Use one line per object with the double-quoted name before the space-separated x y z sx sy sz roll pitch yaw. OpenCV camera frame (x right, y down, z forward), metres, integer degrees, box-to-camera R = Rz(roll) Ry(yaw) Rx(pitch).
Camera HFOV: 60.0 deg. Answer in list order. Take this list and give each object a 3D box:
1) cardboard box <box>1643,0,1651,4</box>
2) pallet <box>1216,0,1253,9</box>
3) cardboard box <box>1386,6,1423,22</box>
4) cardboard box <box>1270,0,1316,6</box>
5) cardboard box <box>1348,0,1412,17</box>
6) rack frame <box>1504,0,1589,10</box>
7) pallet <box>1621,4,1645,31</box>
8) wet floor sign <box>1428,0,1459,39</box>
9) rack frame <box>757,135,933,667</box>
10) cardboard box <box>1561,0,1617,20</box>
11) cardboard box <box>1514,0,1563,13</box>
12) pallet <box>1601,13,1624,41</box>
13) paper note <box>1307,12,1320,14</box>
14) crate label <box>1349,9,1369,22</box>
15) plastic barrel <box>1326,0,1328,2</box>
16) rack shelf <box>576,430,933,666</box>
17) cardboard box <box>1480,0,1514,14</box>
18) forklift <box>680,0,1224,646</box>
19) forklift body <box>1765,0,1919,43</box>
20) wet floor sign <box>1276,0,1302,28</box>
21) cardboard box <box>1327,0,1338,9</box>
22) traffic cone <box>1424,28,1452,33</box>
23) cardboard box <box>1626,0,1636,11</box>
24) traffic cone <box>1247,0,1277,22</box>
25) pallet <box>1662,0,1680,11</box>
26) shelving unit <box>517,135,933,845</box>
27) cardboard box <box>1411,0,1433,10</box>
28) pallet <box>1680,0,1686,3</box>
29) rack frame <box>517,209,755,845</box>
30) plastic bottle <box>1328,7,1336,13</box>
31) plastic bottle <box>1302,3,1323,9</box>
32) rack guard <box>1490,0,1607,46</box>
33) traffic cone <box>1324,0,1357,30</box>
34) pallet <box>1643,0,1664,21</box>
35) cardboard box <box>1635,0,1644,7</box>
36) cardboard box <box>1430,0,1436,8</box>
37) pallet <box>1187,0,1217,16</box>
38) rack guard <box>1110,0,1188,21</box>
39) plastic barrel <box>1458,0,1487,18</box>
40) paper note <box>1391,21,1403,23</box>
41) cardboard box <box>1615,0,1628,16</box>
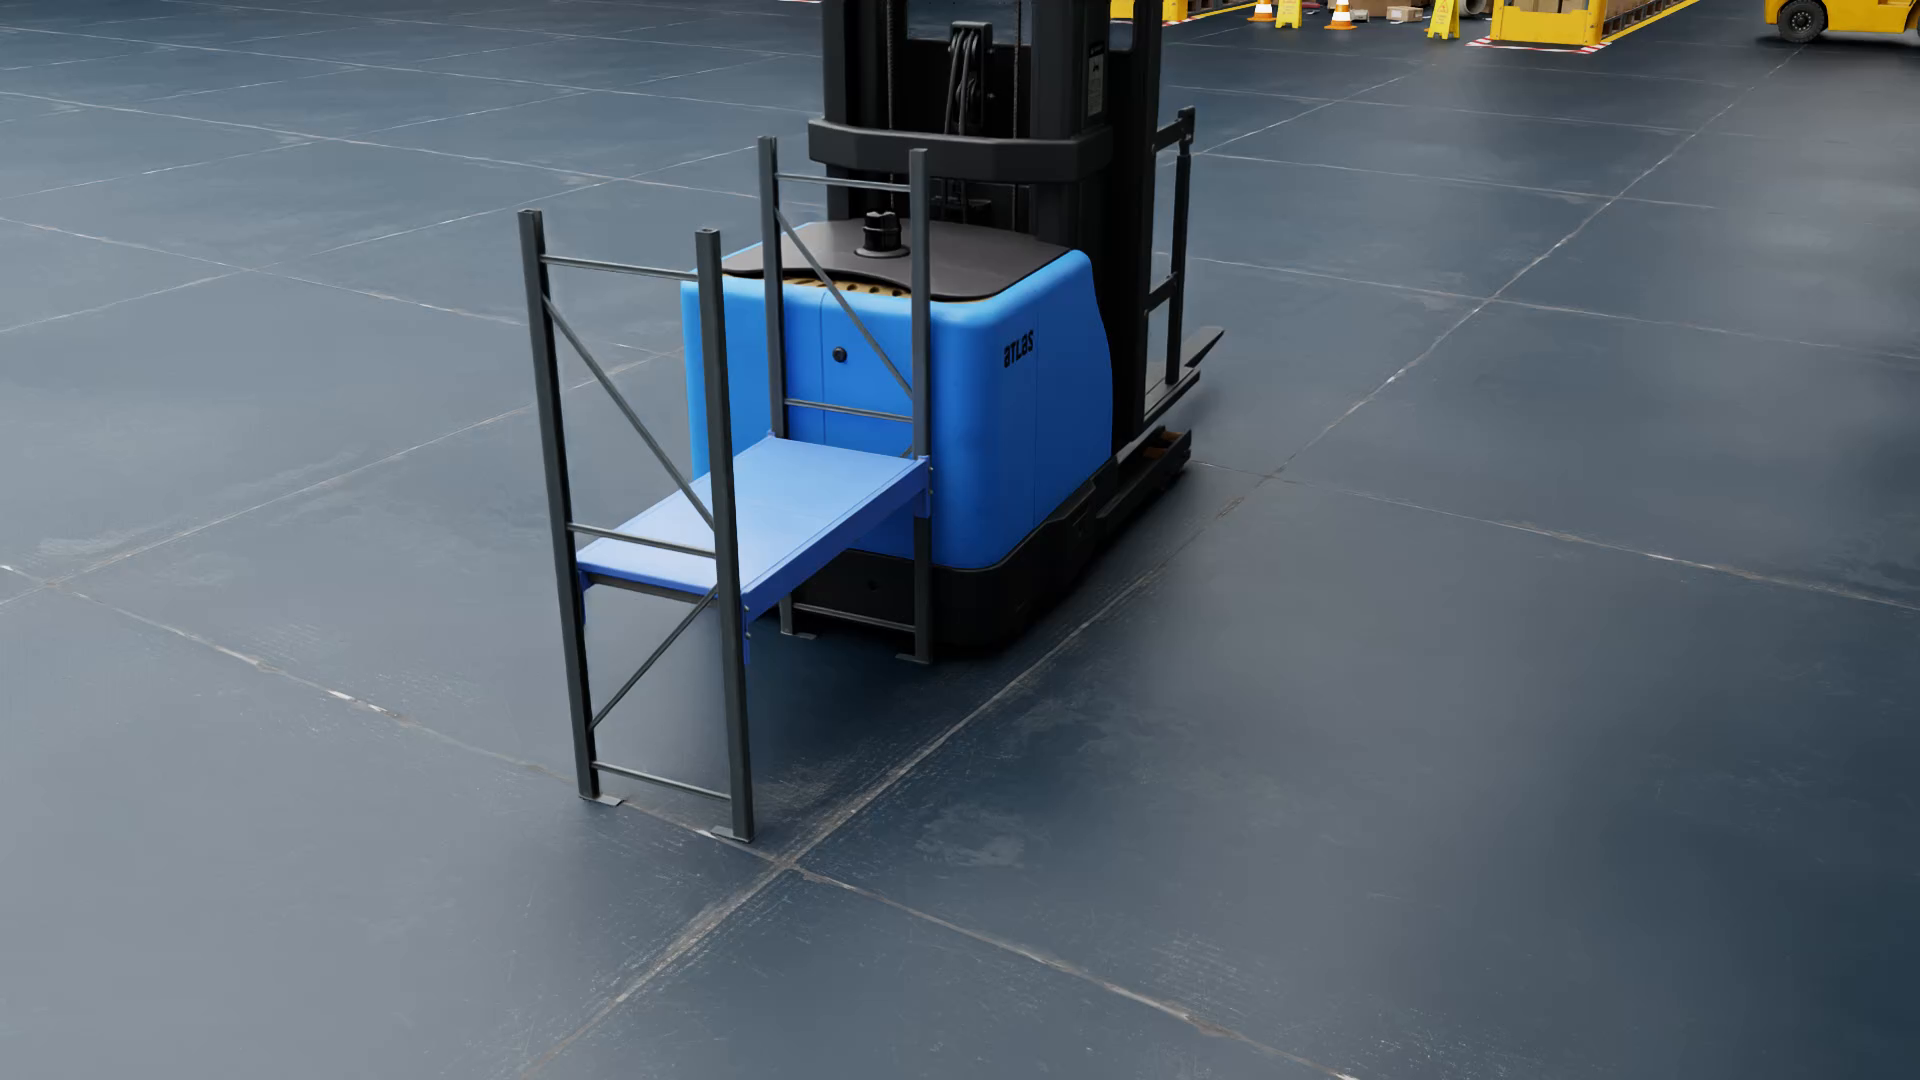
"cardboard box" 8.302 -6.820 20.660 0.500 0.250 0.500 13 27 28
"pallet" 3.289 -7.396 22.569 1.003 0.211 1.213 14 27 29
"cardboard box" 5.523 -6.533 20.655 0.250 0.149 0.380 -12 26 -26
"cardboard box" 4.453 -7.445 22.314 0.500 0.500 0.500 20 30 38
"cardboard box" 5.324 -6.954 21.180 0.797 0.503 0.637 -3 24 -7
"rack frame" 6.548 -6.976 18.089 1.000 3.000 0.127 14 27 29
"pallet" 7.691 -6.399 20.266 1.003 0.211 1.213 14 27 29
"wet floor sign" 5.539 -6.056 18.927 0.232 0.644 0.267 -17 29 -35
"rack frame" -0.314 -0.363 4.700 0.500 1.500 0.032 10 25 22
"cardboard box" 7.209 -6.122 19.047 0.500 0.250 0.500 14 27 29
"cardboard box" 6.759 -6.245 19.331 0.500 0.250 0.500 14 27 29
"pallet" 7.047 -5.989 19.319 1.003 0.211 1.213 14 27 29
"paper note" 4.537 -6.776 21.365 0.142 0.017 0.144 -17 29 -35
"crate label" 4.919 -6.474 20.533 0.250 0.136 0.298 1 23 2
"plastic barrel" 5.104 -7.443 22.410 0.421 0.421 0.512 -7 24 -17
"rack shelf" -0.524 -0.014 4.346 0.538 0.185 1.000 10 25 22
"cardboard box" 6.937 -7.104 21.527 0.500 0.500 0.500 -7 24 -17
"forklift" 0.233 -1.589 5.731 1.130 2.935 3.031 10 25 22
"forklift body" 10.218 -6.570 18.220 2.313 2.155 1.214 14 27 29
"wet floor sign" 3.957 -6.474 19.894 0.267 0.644 0.232 9 25 20
"cardboard box" 5.058 -7.109 21.837 0.396 0.266 0.258 20 30 38
"traffic cone" 5.679 -6.228 19.553 0.336 0.463 0.334 14 27 29
"cardboard box" 7.762 -6.479 19.873 0.500 0.250 0.500 16 28 32
"traffic cone" 3.776 -6.697 20.637 0.336 0.463 0.334 14 27 29
"pallet" 9.068 -7.310 22.370 1.003 0.211 1.213 14 27 29
"shelving unit" -0.524 -0.179 4.275 0.538 1.500 1.048 10 25 22
"cardboard box" 5.810 -7.334 21.886 0.797 0.637 0.503 14 27 29
"pallet" 9.710 -7.723 23.325 1.003 0.211 1.213 14 27 29
"rack frame" -0.735 0.005 3.850 0.500 1.500 0.032 10 25 22
"plastic bottle" 4.839 -6.860 21.519 0.133 0.061 0.283 5 24 11
"plastic bottle" 4.659 -7.075 22.017 0.283 0.061 0.133 5 24 11
"rack guard" 6.588 -5.855 18.645 1.175 0.500 0.348 14 27 29
"traffic cone" 4.557 -6.345 19.825 0.336 0.463 0.334 14 27 29
"pallet" 8.334 -6.813 21.221 1.003 0.211 1.213 14 27 29
"cardboard box" 8.030 -6.649 20.266 0.500 0.250 0.500 14 27 30
"cardboard box" 6.405 -7.247 22.155 0.258 0.266 0.396 -3 24 -7
"pallet" 2.645 -6.986 21.622 1.003 0.211 1.213 14 27 29
"rack guard" 2.277 -6.824 20.885 1.175 0.500 0.348 14 27 29
"plastic barrel" 6.352 -6.808 20.944 0.421 0.421 0.512 -7 24 -17
"paper note" 5.356 -6.350 20.380 0.148 0.019 0.142 5 24 11
"cardboard box" 7.484 -6.292 19.442 0.500 0.250 0.500 15 28 31
